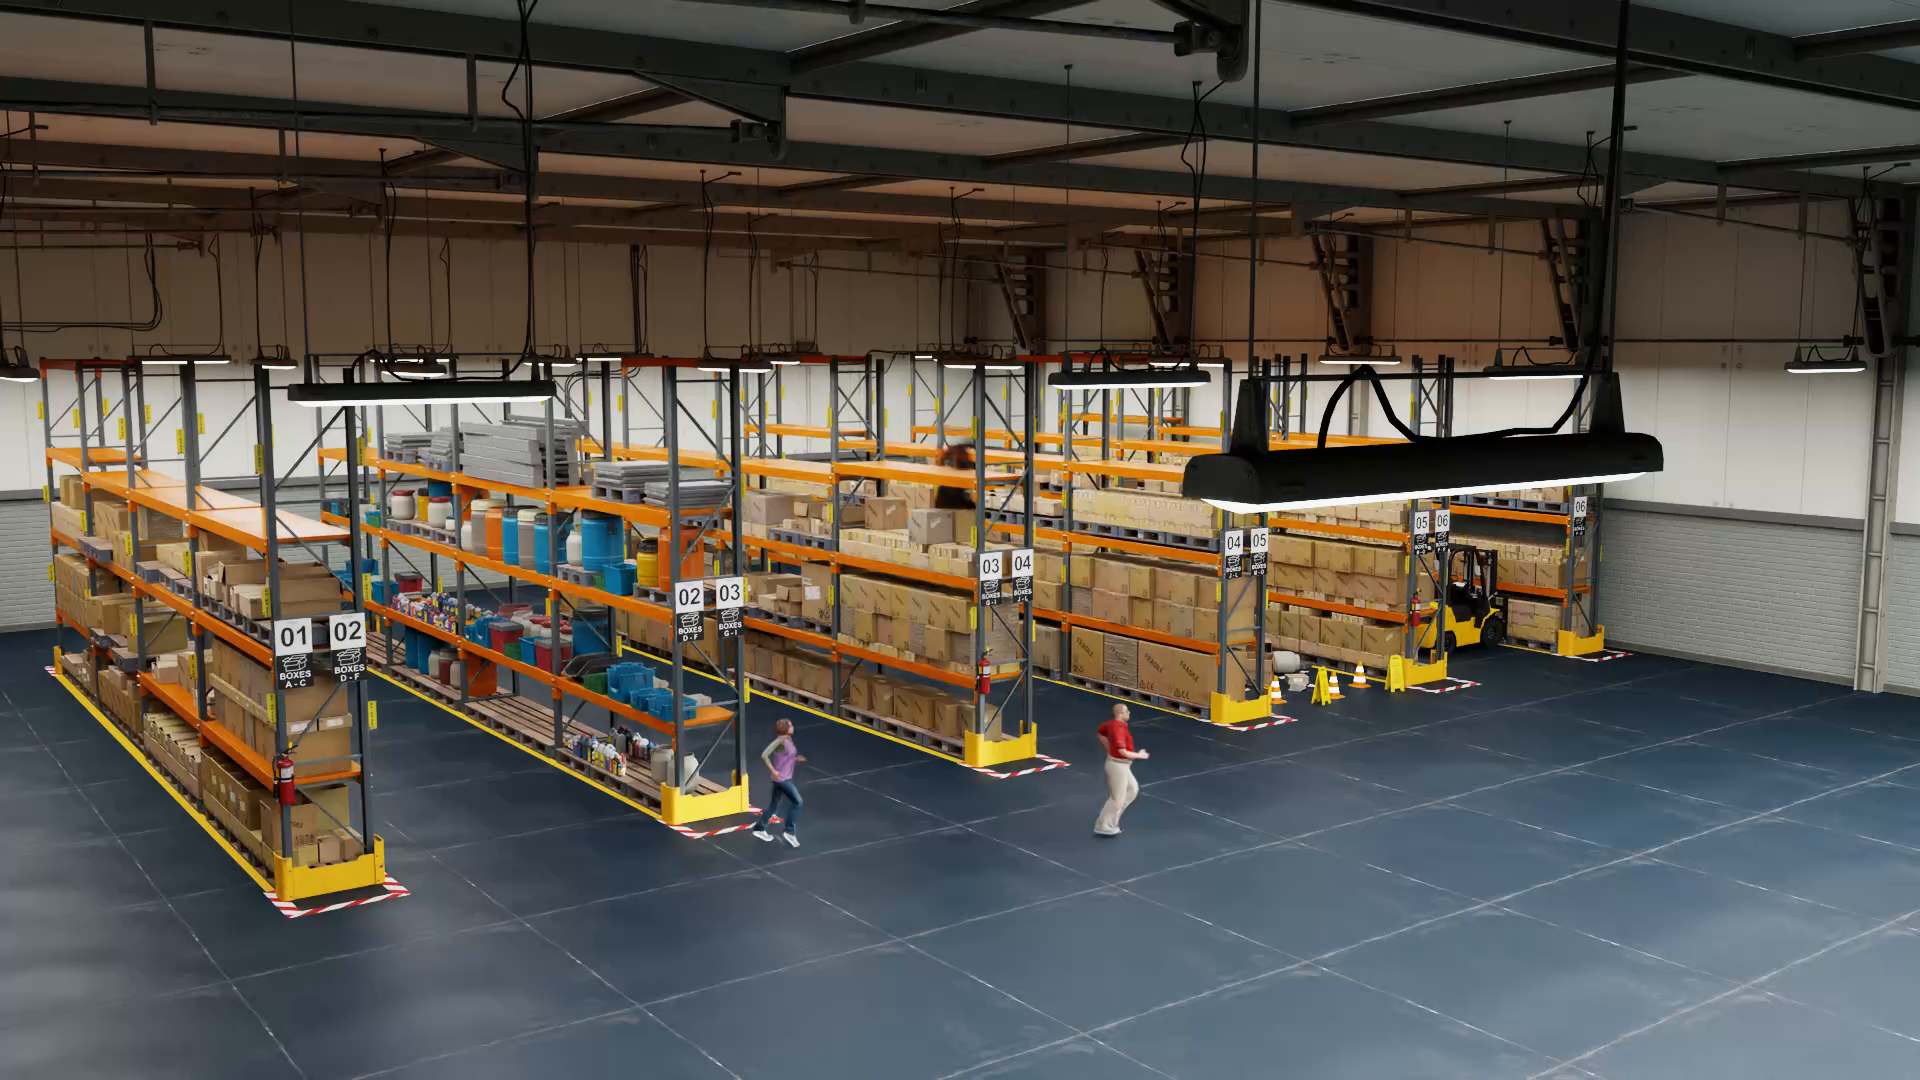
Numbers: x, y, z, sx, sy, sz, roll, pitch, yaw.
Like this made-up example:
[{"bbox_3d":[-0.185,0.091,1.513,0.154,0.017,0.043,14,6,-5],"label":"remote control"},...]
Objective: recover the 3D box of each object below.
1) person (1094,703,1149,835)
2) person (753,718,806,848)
[{"bbox_3d":[2.062,2.951,21.285,0.702,1.757,0.693,0,7,-2],"label":"person"},{"bbox_3d":[-2.276,3.043,20.929,0.679,1.628,0.524,0,7,-2],"label":"person"}]
